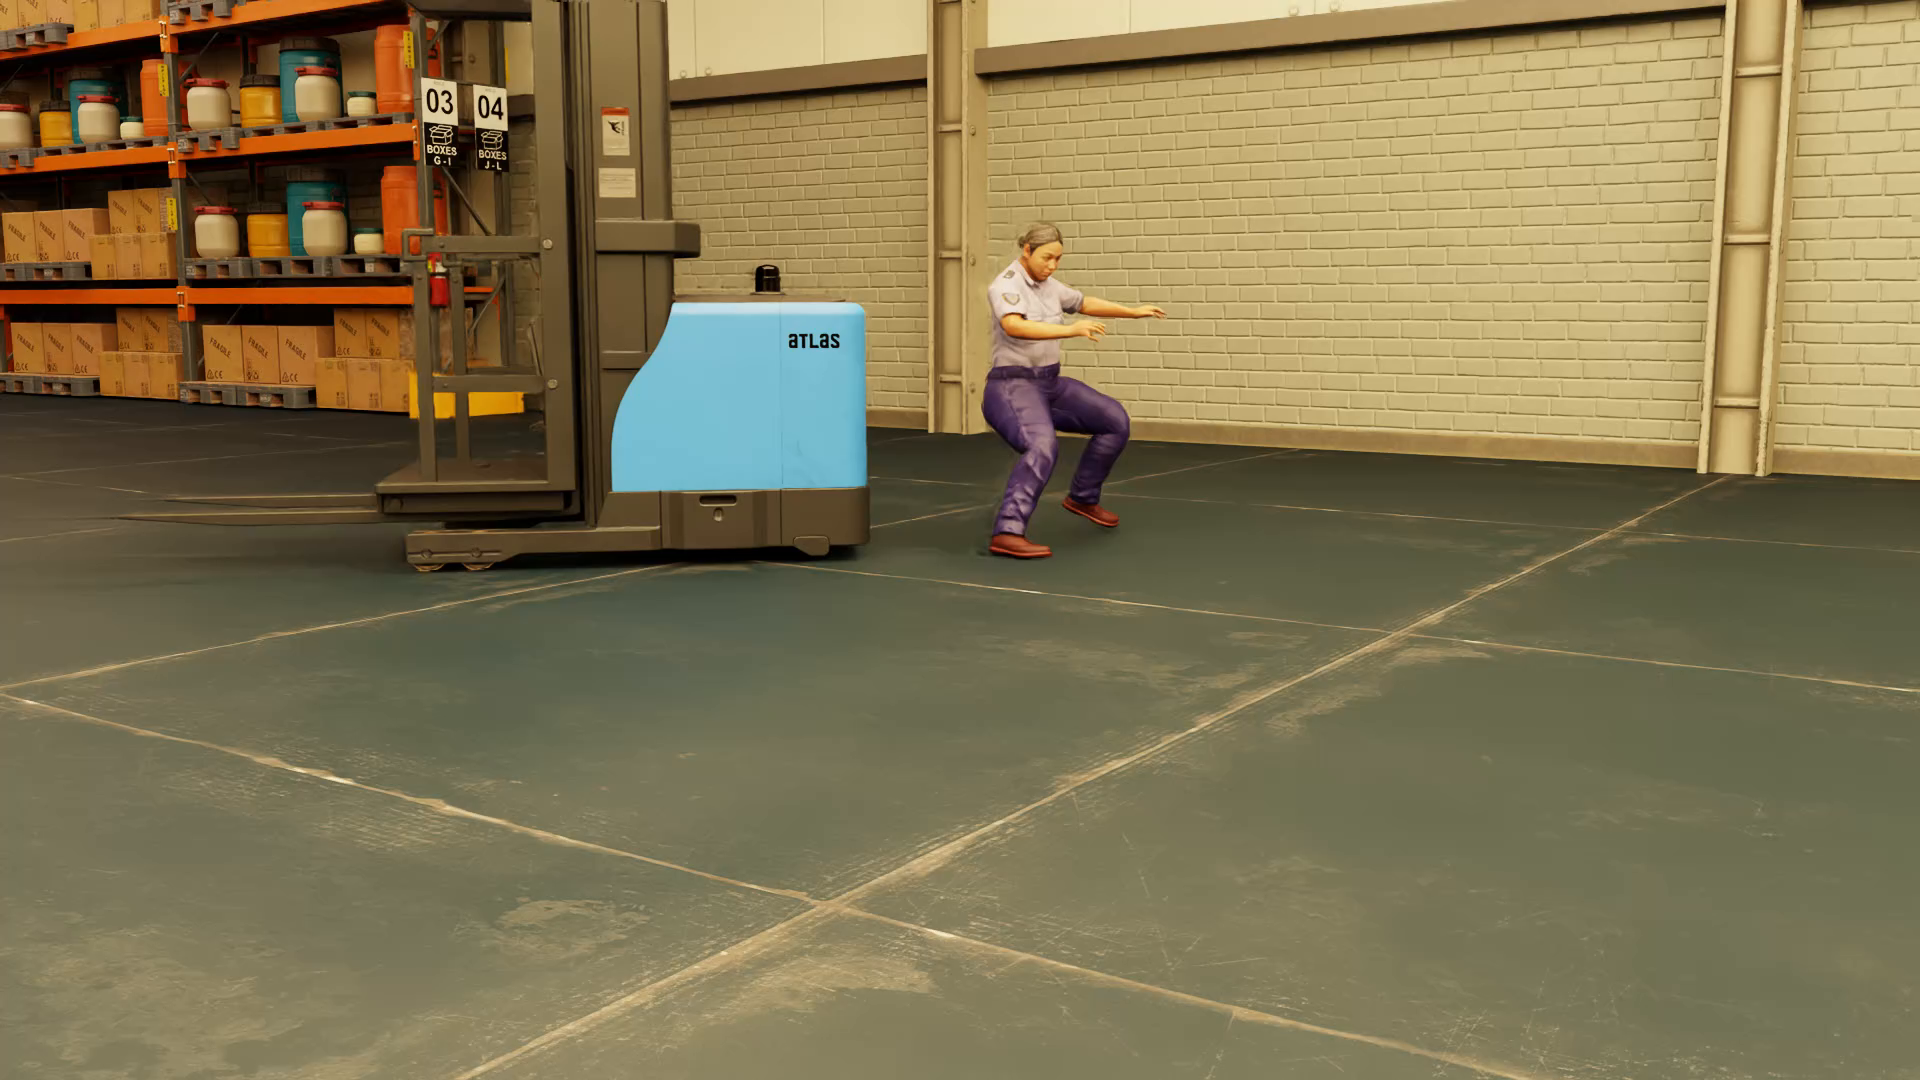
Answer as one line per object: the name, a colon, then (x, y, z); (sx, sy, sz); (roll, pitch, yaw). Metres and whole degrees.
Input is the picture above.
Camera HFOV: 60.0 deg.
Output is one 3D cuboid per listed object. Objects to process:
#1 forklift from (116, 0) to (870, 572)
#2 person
forklift: (-1.943, -1.401, 7.047); (3.031, 2.935, 1.130); (-1, 8, -9)
person: (0.446, -0.701, 7.469); (0.660, 1.426, 1.105); (6, 10, 37)
